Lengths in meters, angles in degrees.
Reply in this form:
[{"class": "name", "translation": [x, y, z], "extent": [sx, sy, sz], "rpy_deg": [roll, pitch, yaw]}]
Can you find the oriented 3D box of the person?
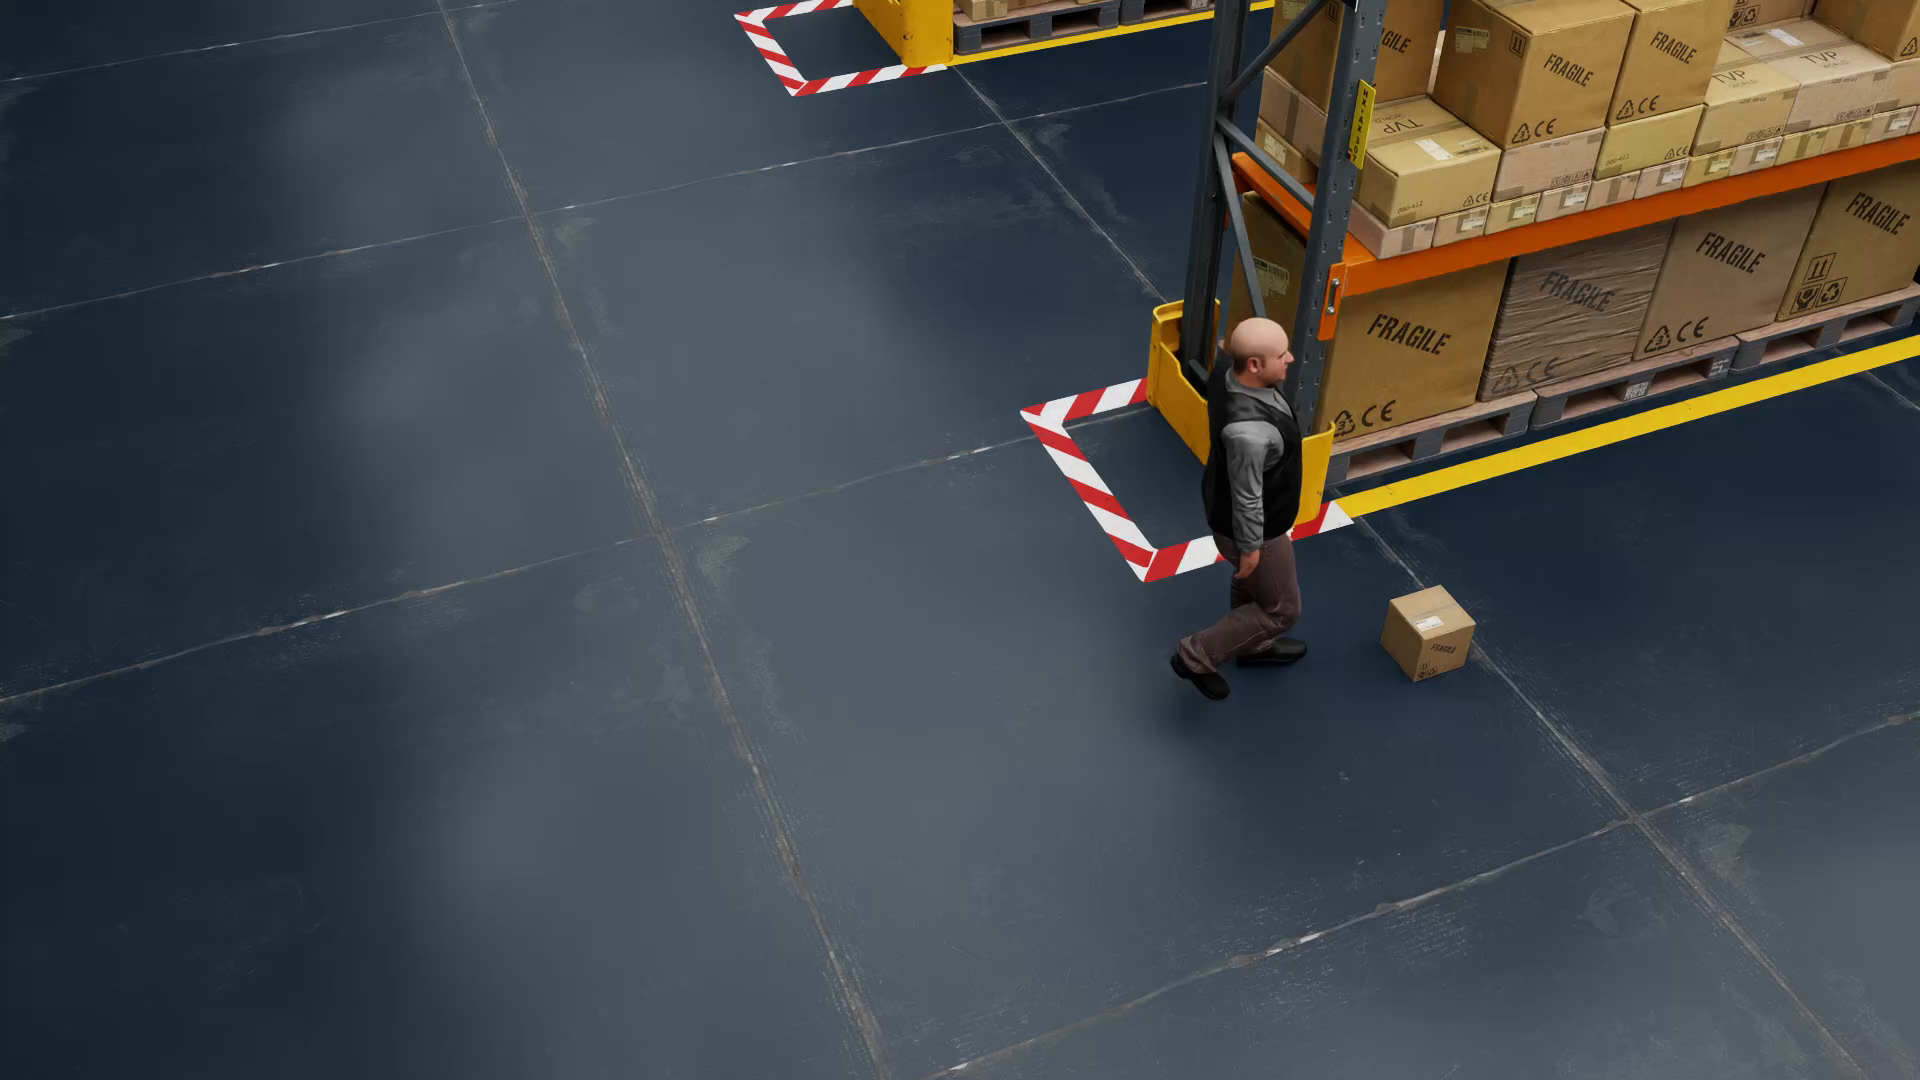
[{"class": "person", "translation": [1.139, -0.099, 6.270], "extent": [0.603, 1.712, 0.558], "rpy_deg": [0, 41, 0]}]
